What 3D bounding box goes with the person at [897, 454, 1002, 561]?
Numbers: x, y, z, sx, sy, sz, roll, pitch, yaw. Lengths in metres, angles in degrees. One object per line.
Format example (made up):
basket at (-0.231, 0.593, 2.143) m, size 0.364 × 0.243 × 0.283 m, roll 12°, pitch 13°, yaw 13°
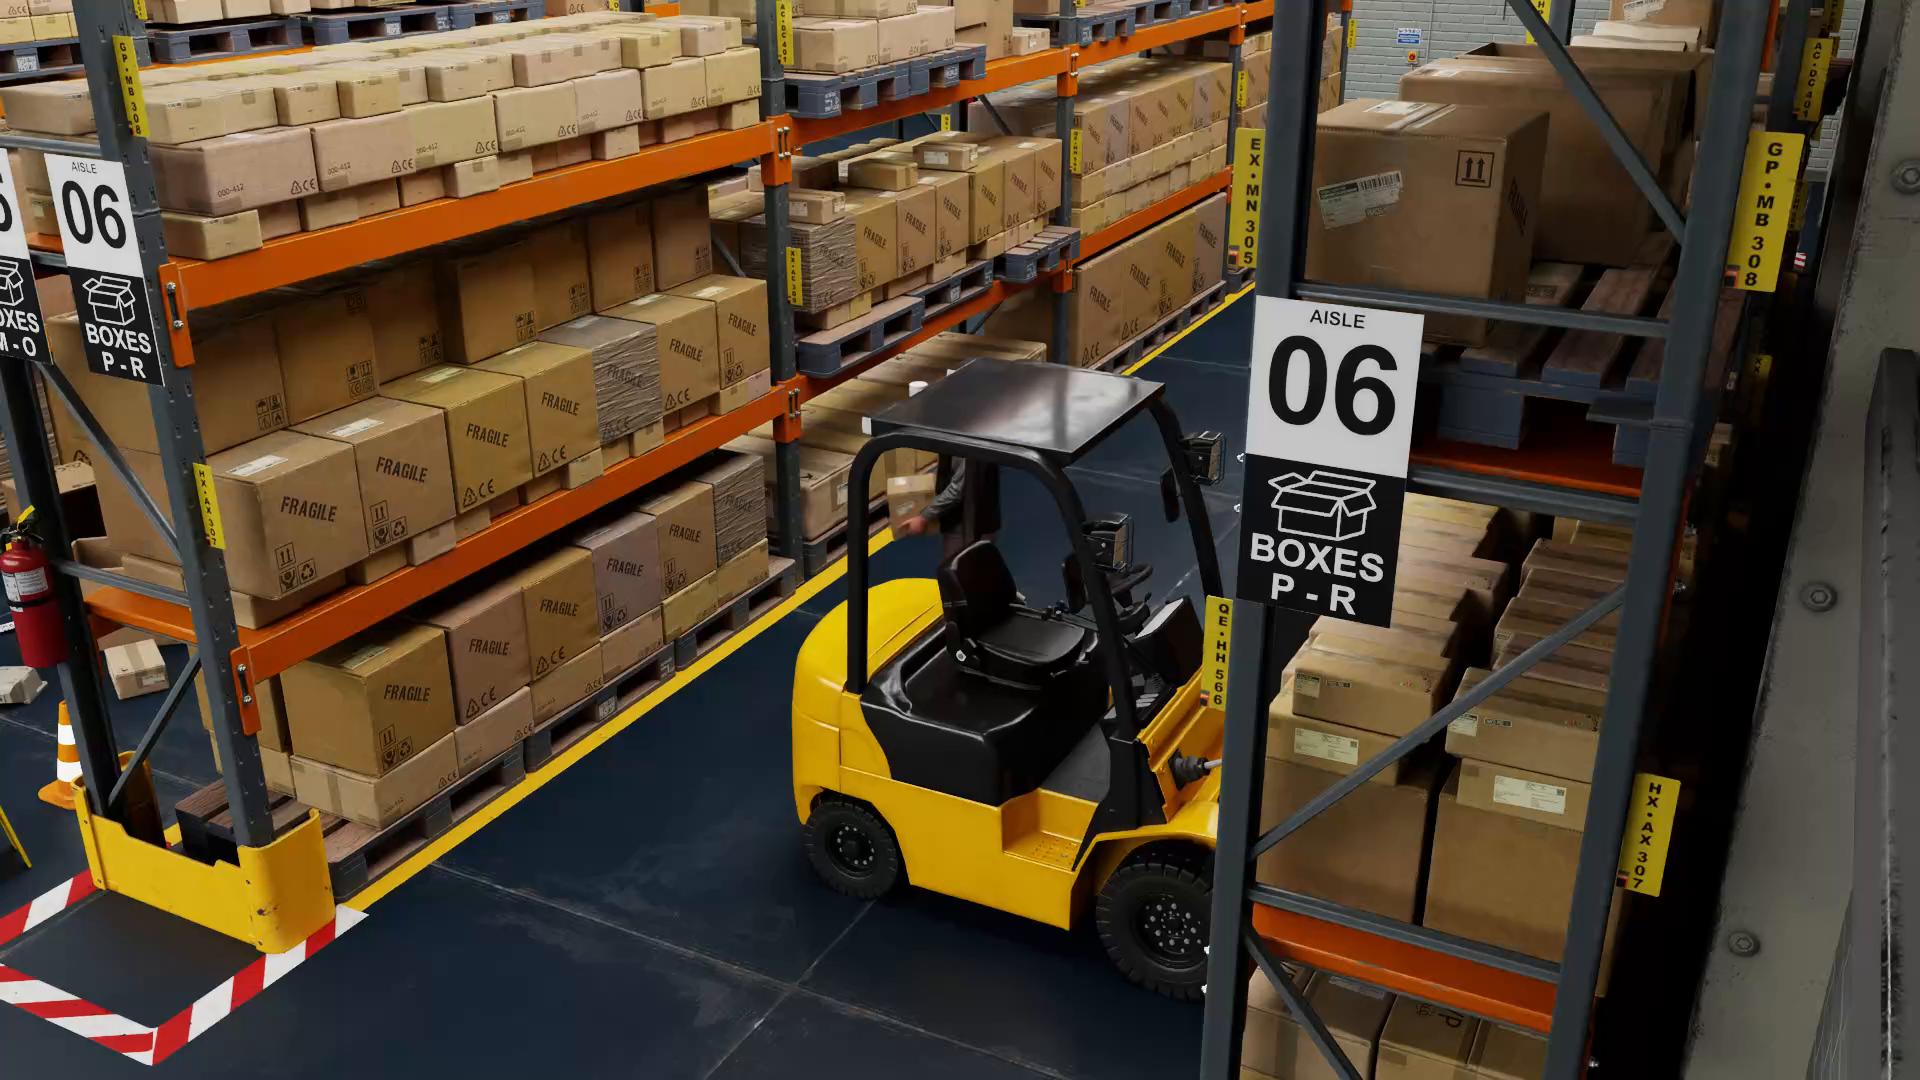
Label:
person at (-0.054, -0.050, 8.747) m, size 0.555 × 1.721 × 0.500 m, roll -1°, pitch 23°, yaw -2°
